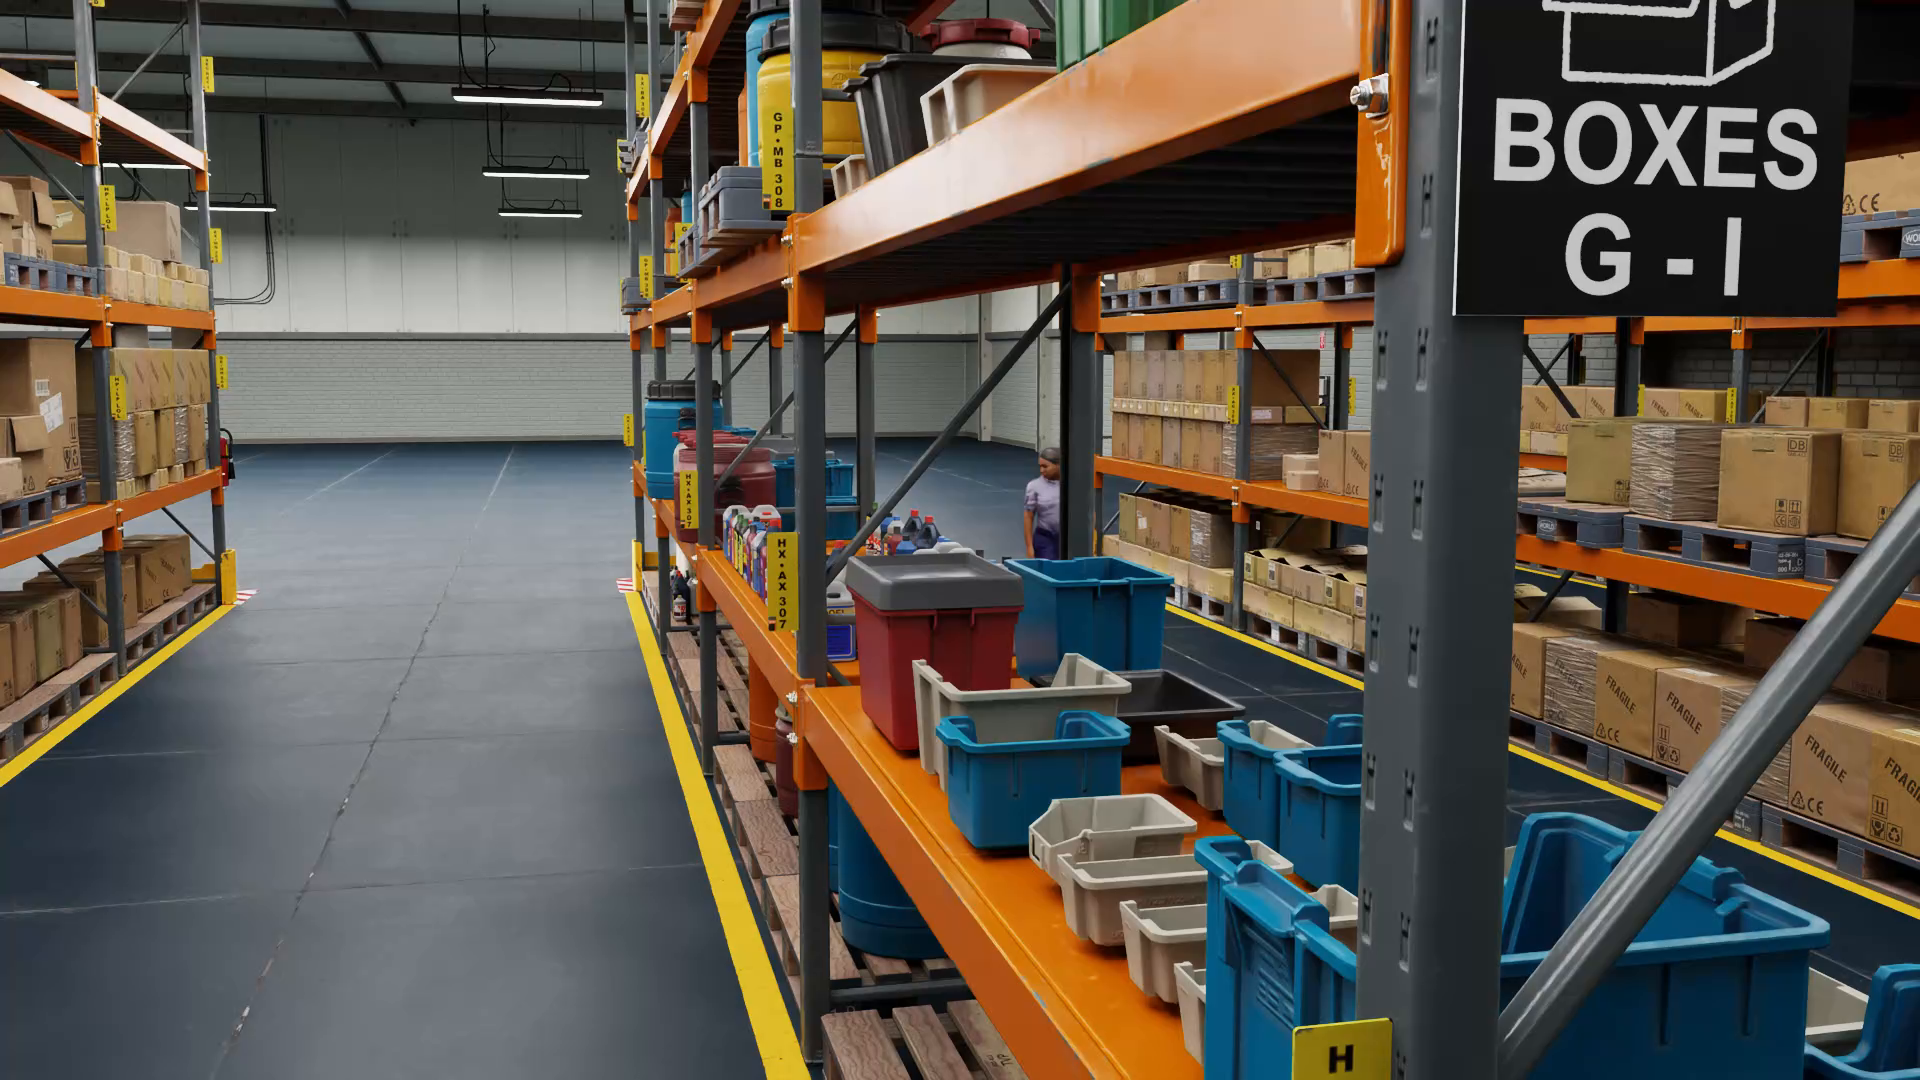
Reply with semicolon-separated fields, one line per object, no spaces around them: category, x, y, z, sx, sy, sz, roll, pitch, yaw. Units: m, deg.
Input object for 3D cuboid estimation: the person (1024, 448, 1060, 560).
person;0.795;0.061;13.586;0.509;1.630;0.740;-2;7;-20
